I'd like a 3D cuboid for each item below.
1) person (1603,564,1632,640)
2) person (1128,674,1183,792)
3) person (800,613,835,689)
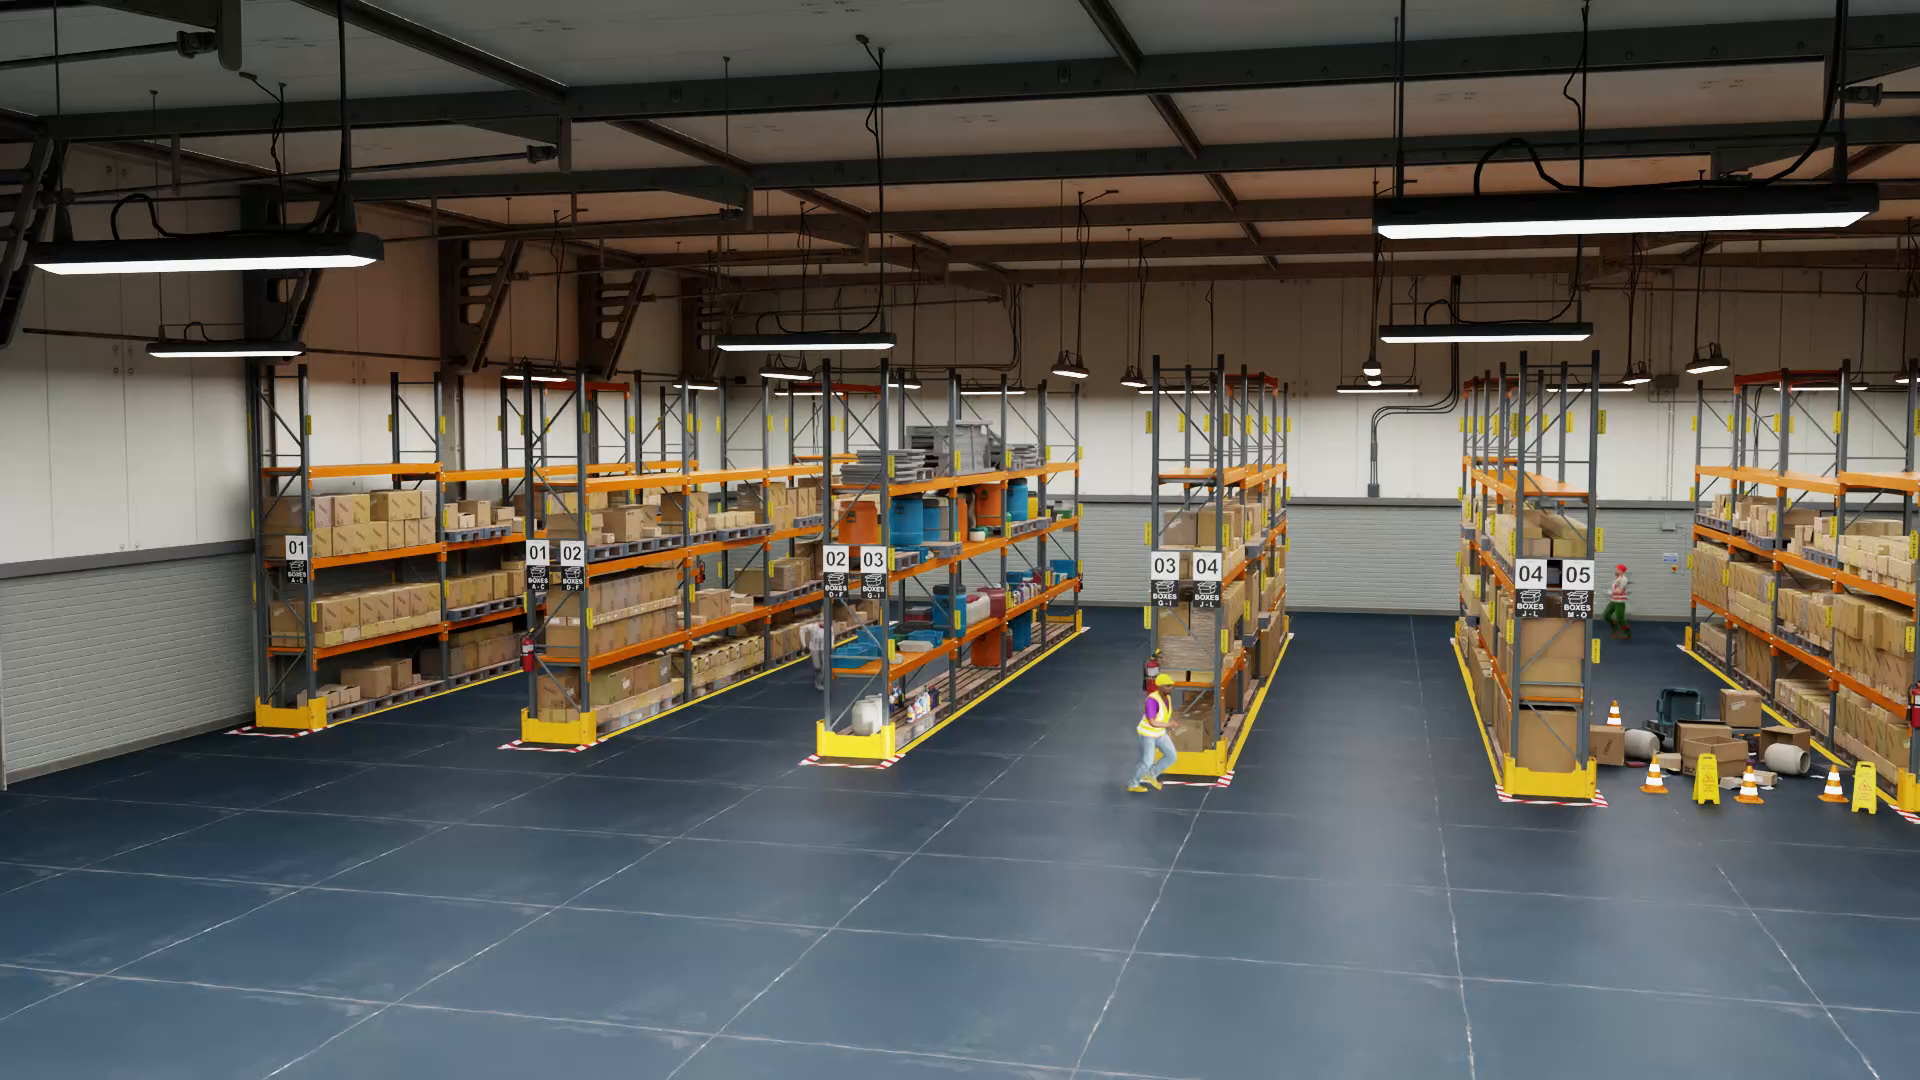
[{"bbox_3d":[15.250,1.447,38.597,0.697,1.783,0.641,0,4,4],"label":"person"},{"bbox_3d":[2.664,2.618,22.472,0.889,1.657,0.714,3,5,39],"label":"person"},{"bbox_3d":[-2.685,2.099,31.291,0.652,1.502,0.791,-1,4,-12],"label":"person"}]
